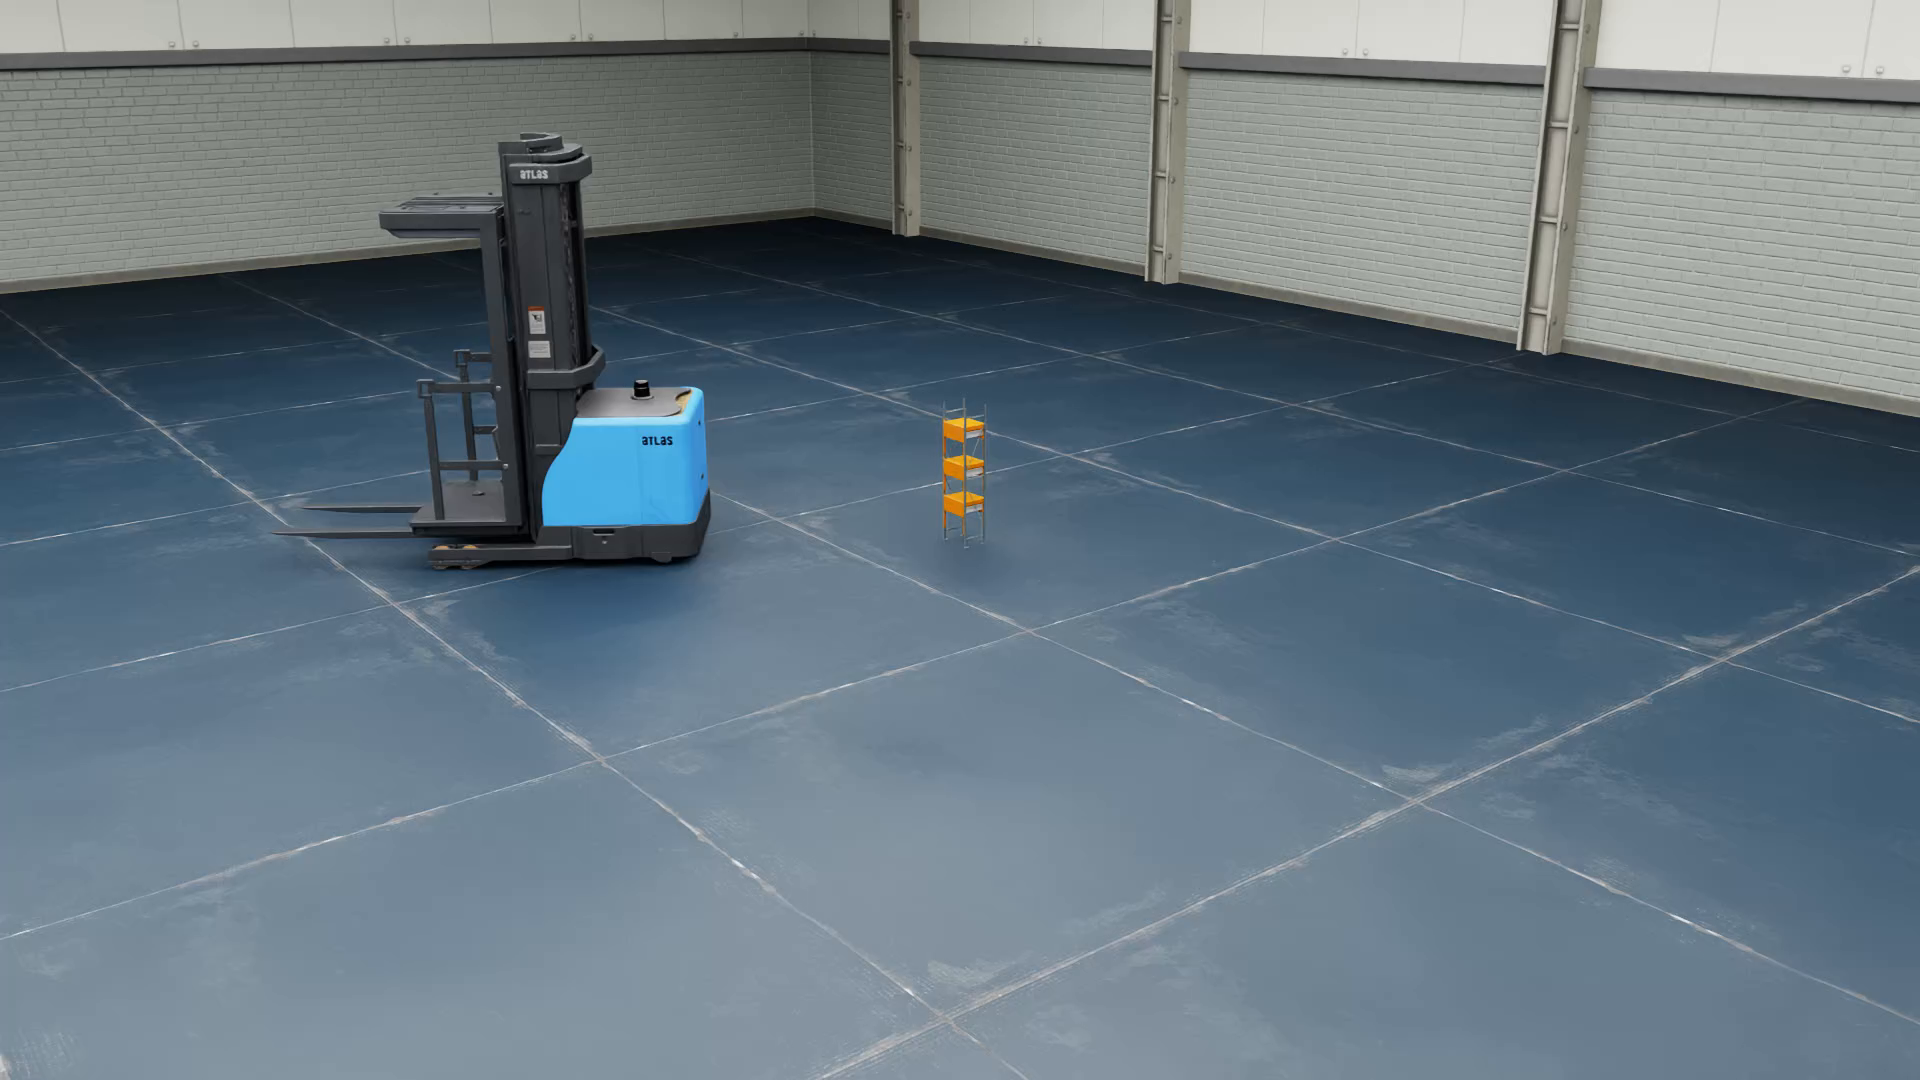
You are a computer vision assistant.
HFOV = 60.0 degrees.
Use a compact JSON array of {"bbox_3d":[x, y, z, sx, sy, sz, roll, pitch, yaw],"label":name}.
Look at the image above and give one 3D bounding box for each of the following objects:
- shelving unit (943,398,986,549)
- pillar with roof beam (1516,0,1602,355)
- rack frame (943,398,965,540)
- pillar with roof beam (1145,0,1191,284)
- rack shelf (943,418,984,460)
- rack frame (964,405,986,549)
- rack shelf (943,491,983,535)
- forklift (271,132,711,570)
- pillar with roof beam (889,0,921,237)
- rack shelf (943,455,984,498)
[{"bbox_3d":[0.033,-0.485,12.158,0.215,1.050,0.252,-14,23,-36],"label":"shelving unit"},{"bbox_3d":[3.184,-5.577,14.889,9.100,9.000,0.400,-14,23,-36],"label":"pillar with roof beam"},{"bbox_3d":[-0.043,-0.515,12.248,0.200,1.050,0.008,-14,23,-36],"label":"rack frame"},{"bbox_3d":[-0.541,-7.055,19.354,9.100,9.000,0.400,-14,23,-36],"label":"pillar with roof beam"},{"bbox_3d":[0.033,-0.745,12.072,0.215,0.259,0.240,-14,23,-36],"label":"rack shelf"},{"bbox_3d":[0.109,-0.455,12.067,0.200,1.050,0.008,-14,23,-36],"label":"rack frame"},{"bbox_3d":[0.033,-0.211,12.248,0.215,0.259,0.240,-14,23,-36],"label":"rack shelf"},{"bbox_3d":[-3.395,-1.352,11.783,3.031,2.935,1.130,-1,18,-2],"label":"forklift"},{"bbox_3d":[-4.266,-8.534,23.819,9.100,9.000,0.400,-14,23,-36],"label":"pillar with roof beam"},{"bbox_3d":[0.033,-0.475,12.161,0.215,0.259,0.240,-14,23,-36],"label":"rack shelf"}]
